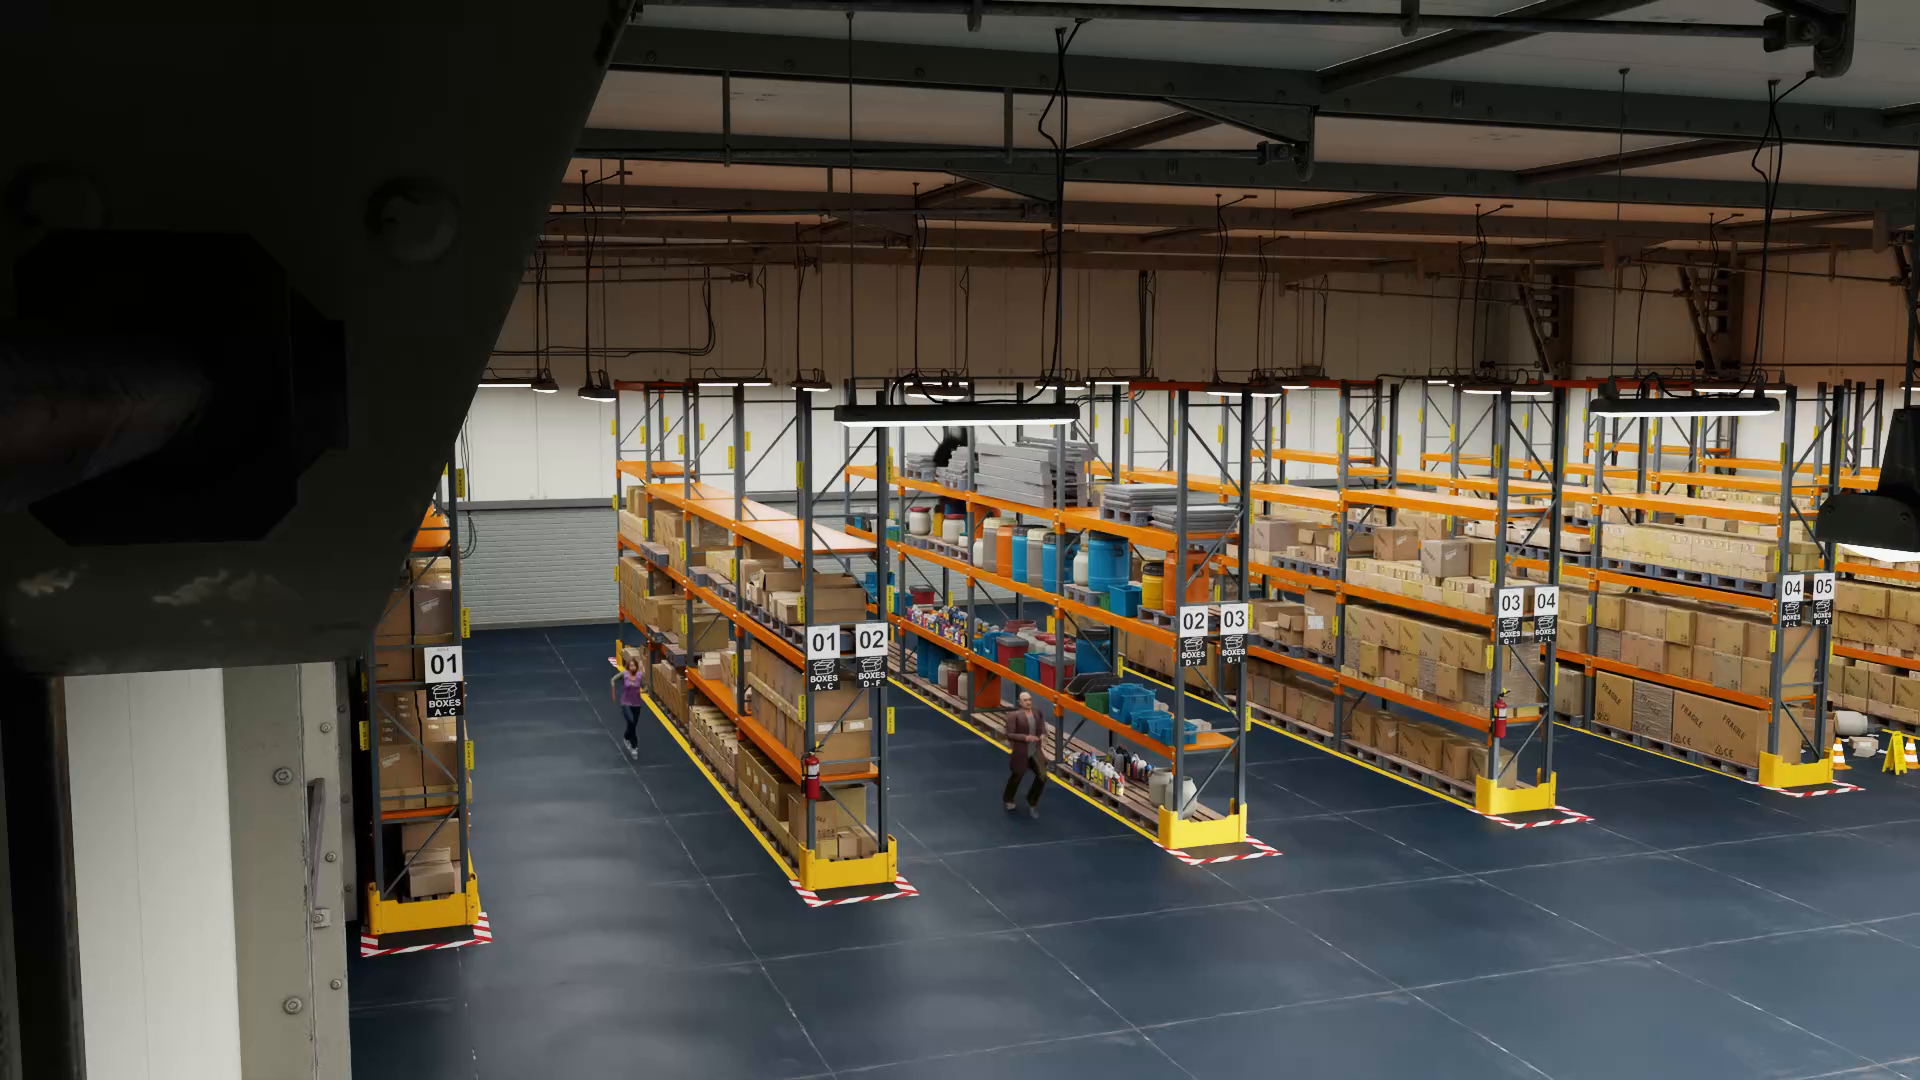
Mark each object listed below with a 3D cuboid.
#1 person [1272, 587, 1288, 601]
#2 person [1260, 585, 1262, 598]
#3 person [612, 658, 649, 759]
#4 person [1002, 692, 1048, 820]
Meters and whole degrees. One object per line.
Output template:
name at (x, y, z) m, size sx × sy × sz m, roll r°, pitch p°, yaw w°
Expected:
person at (8.030, 1.042, 41.832) m, size 0.795 × 1.751 × 0.664 m, roll -3°, pitch 7°, yaw -30°
person at (7.868, 1.135, 42.290) m, size 0.561 × 1.464 × 0.528 m, roll -6°, pitch 8°, yaw -43°
person at (-5.336, 2.698, 26.941) m, size 0.556 × 1.620 × 0.793 m, roll -3°, pitch 7°, yaw -23°
person at (0.936, 3.030, 23.244) m, size 0.726 × 1.729 × 0.948 m, roll -3°, pitch 7°, yaw -23°
